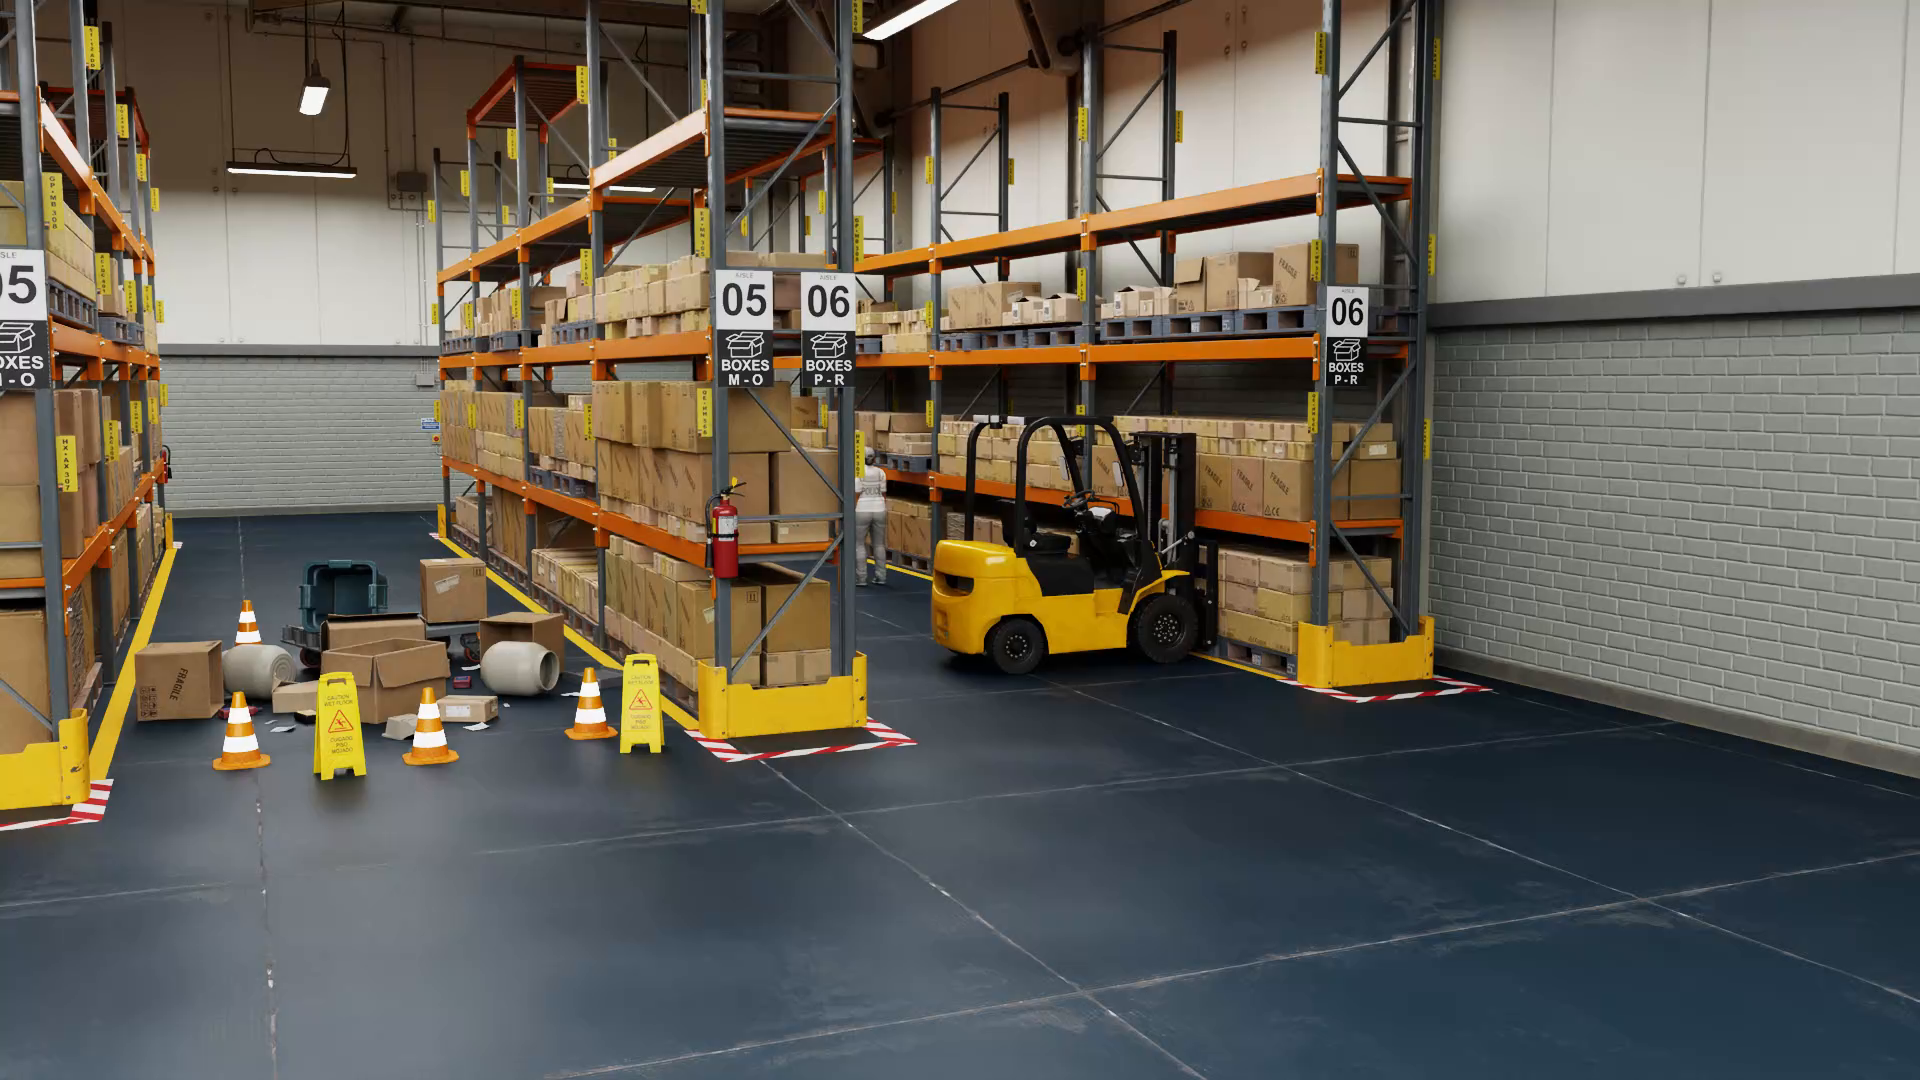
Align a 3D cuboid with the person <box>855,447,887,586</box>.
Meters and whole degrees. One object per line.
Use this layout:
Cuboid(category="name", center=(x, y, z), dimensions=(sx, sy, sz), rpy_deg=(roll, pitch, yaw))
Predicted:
Cuboid(category="person", center=(-1.098, -0.283, 19.934), dimensions=(0.483, 1.668, 0.395), rpy_deg=(-3, 6, -30))
